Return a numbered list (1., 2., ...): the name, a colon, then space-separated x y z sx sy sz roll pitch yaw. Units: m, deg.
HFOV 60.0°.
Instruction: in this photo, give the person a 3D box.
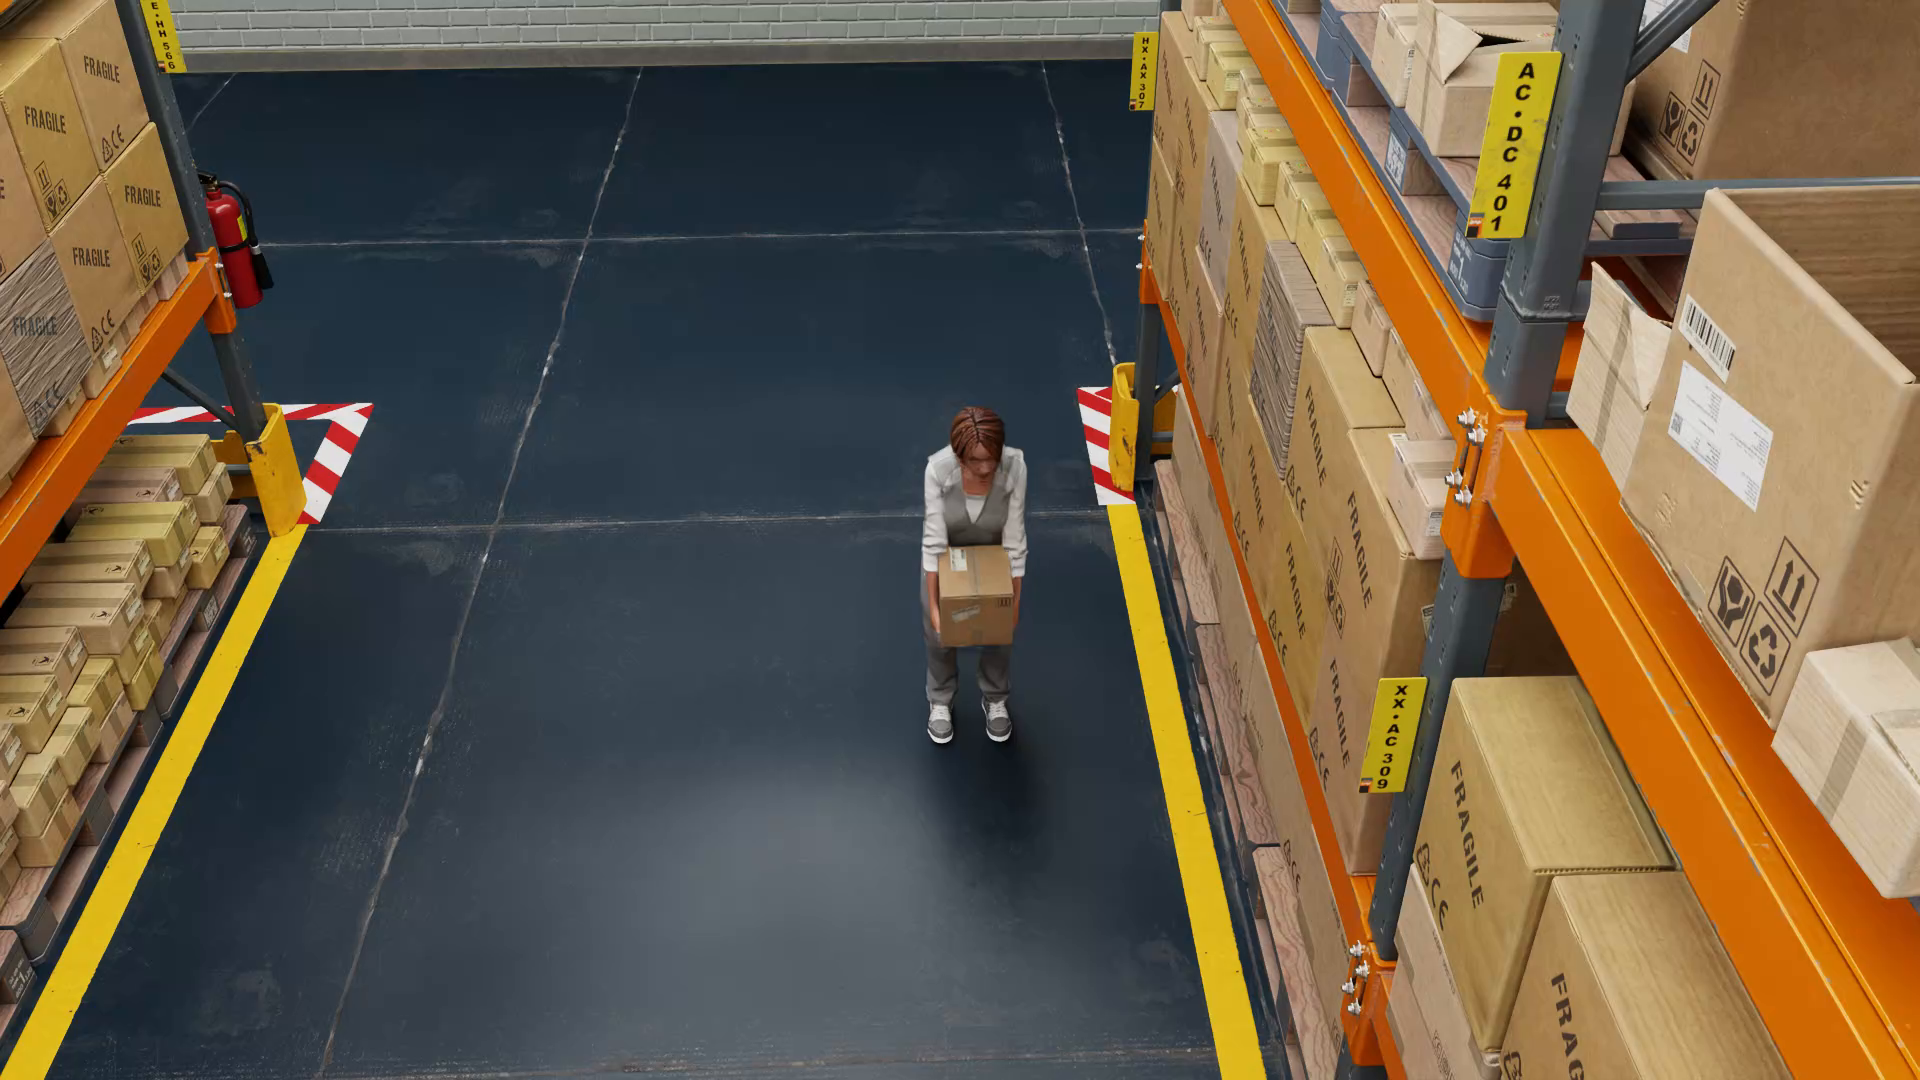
1. person: 0.043 0.181 6.058 0.376 1.423 0.547 -2 36 -3
